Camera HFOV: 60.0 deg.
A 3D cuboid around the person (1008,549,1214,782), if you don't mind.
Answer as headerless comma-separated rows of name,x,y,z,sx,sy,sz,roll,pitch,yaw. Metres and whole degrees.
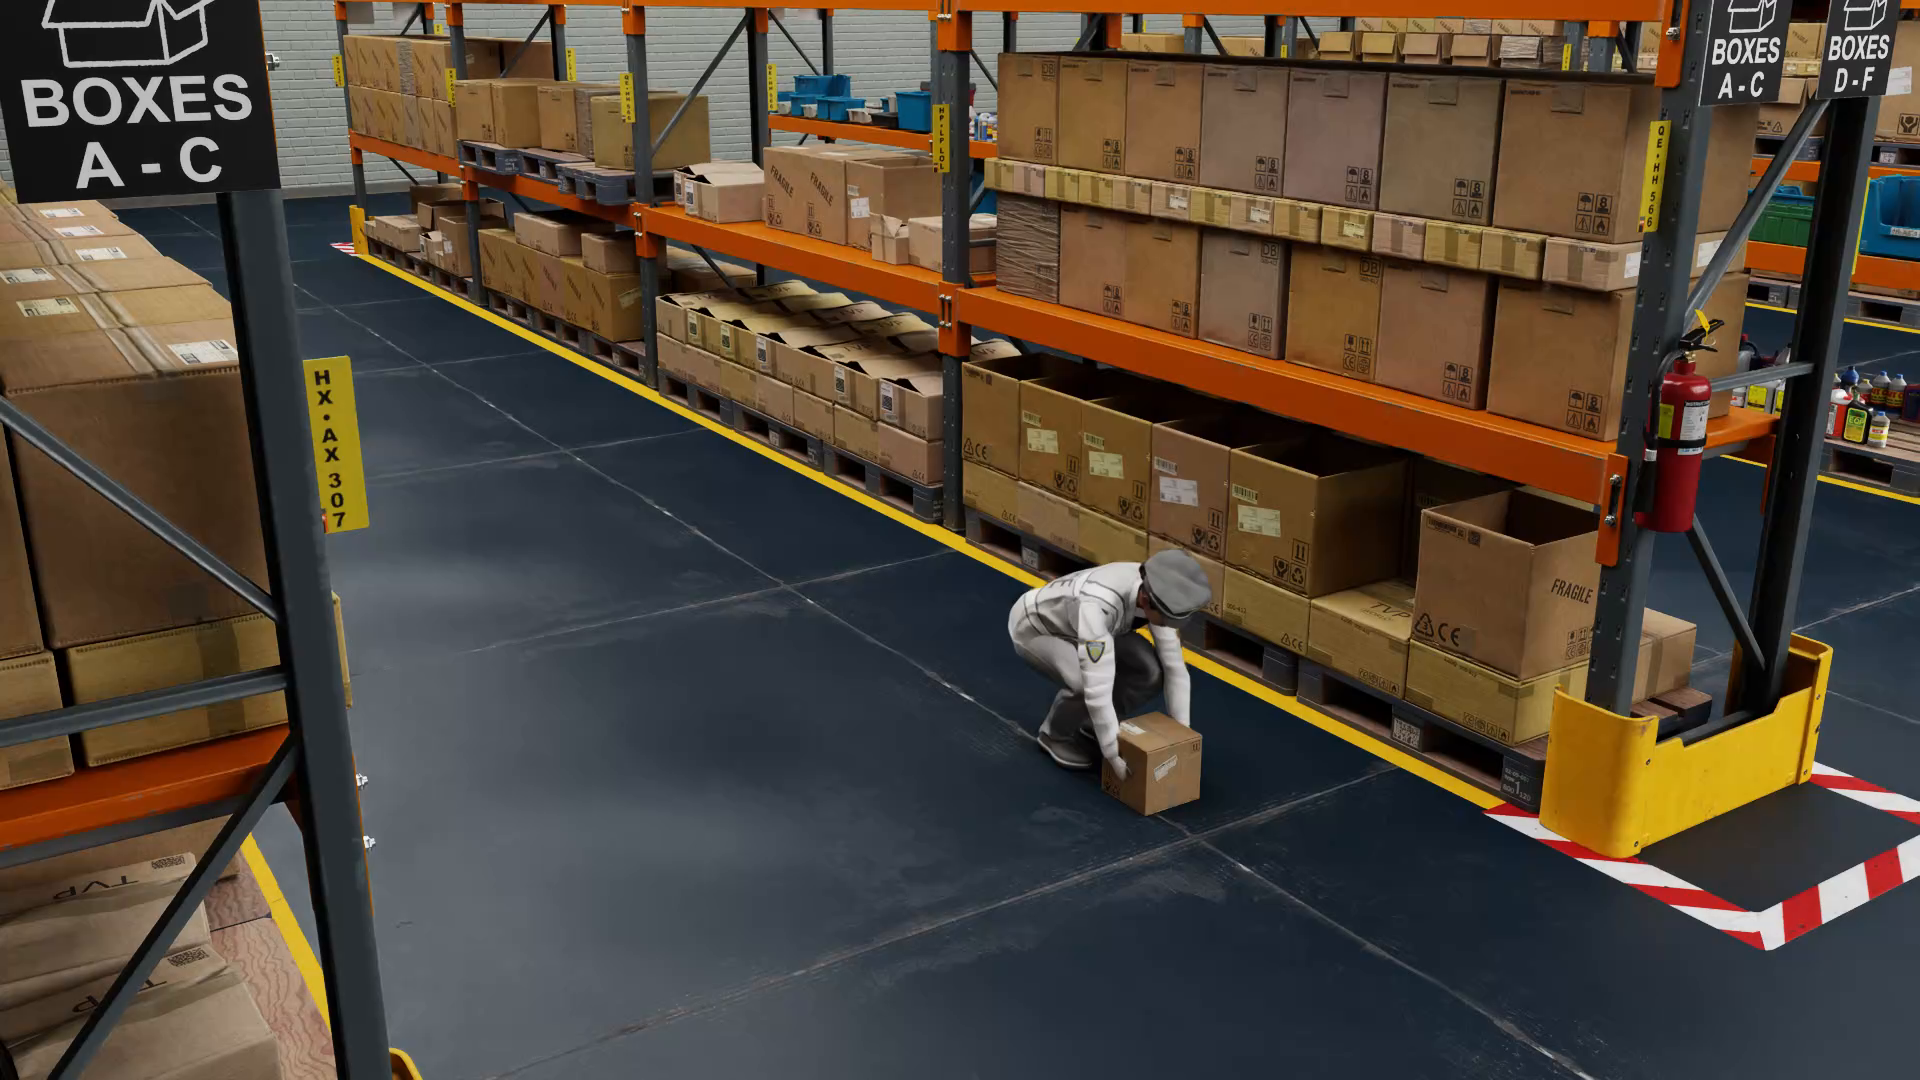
person,0.545,0.402,6.092,0.471,0.886,0.856,-12,22,-32
